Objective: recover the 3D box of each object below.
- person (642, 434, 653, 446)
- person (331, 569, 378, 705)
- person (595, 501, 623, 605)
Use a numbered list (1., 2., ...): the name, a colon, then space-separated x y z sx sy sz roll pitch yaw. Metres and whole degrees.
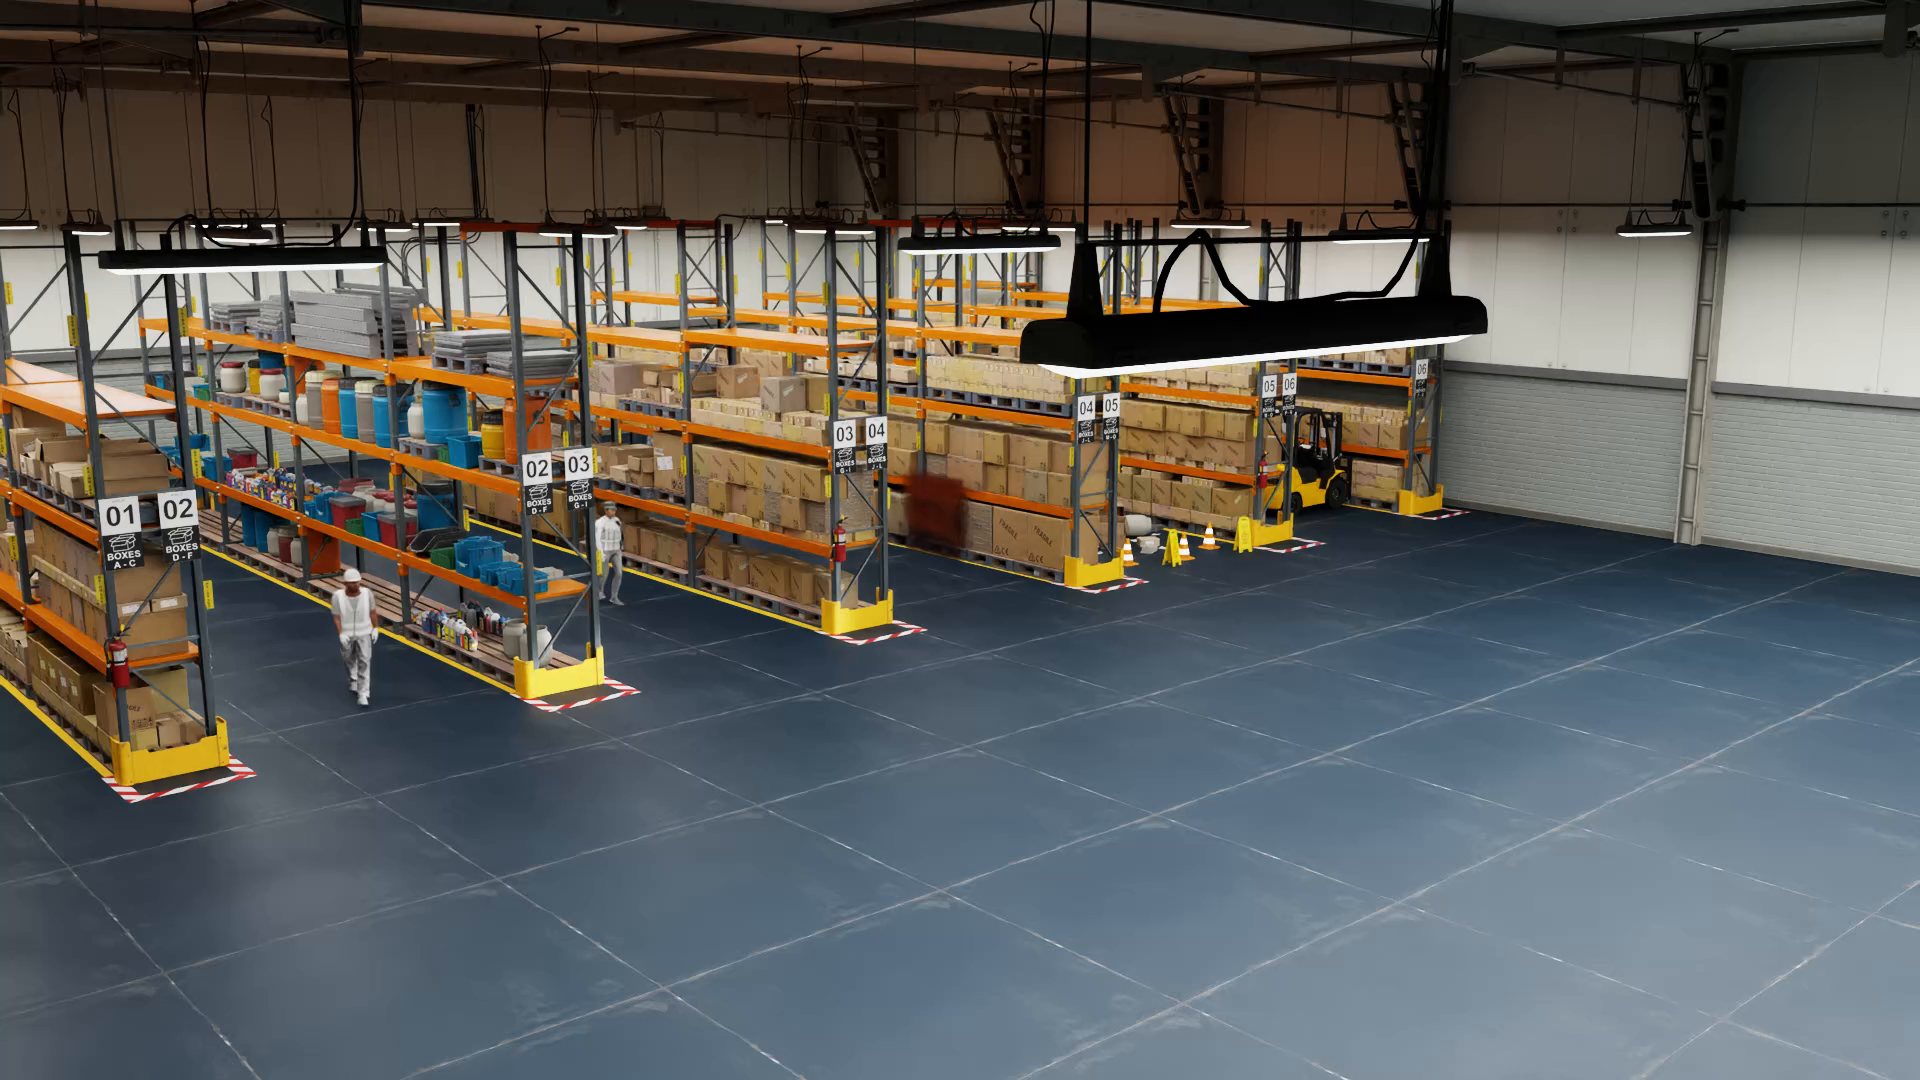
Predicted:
1. person: -8.153 -3.158 43.419 0.424 1.577 0.619 4 12 21
2. person: -7.793 1.216 21.446 0.550 1.719 1.055 -4 12 -19
3. person: -5.638 0.213 26.785 0.636 1.691 0.560 11 16 43
